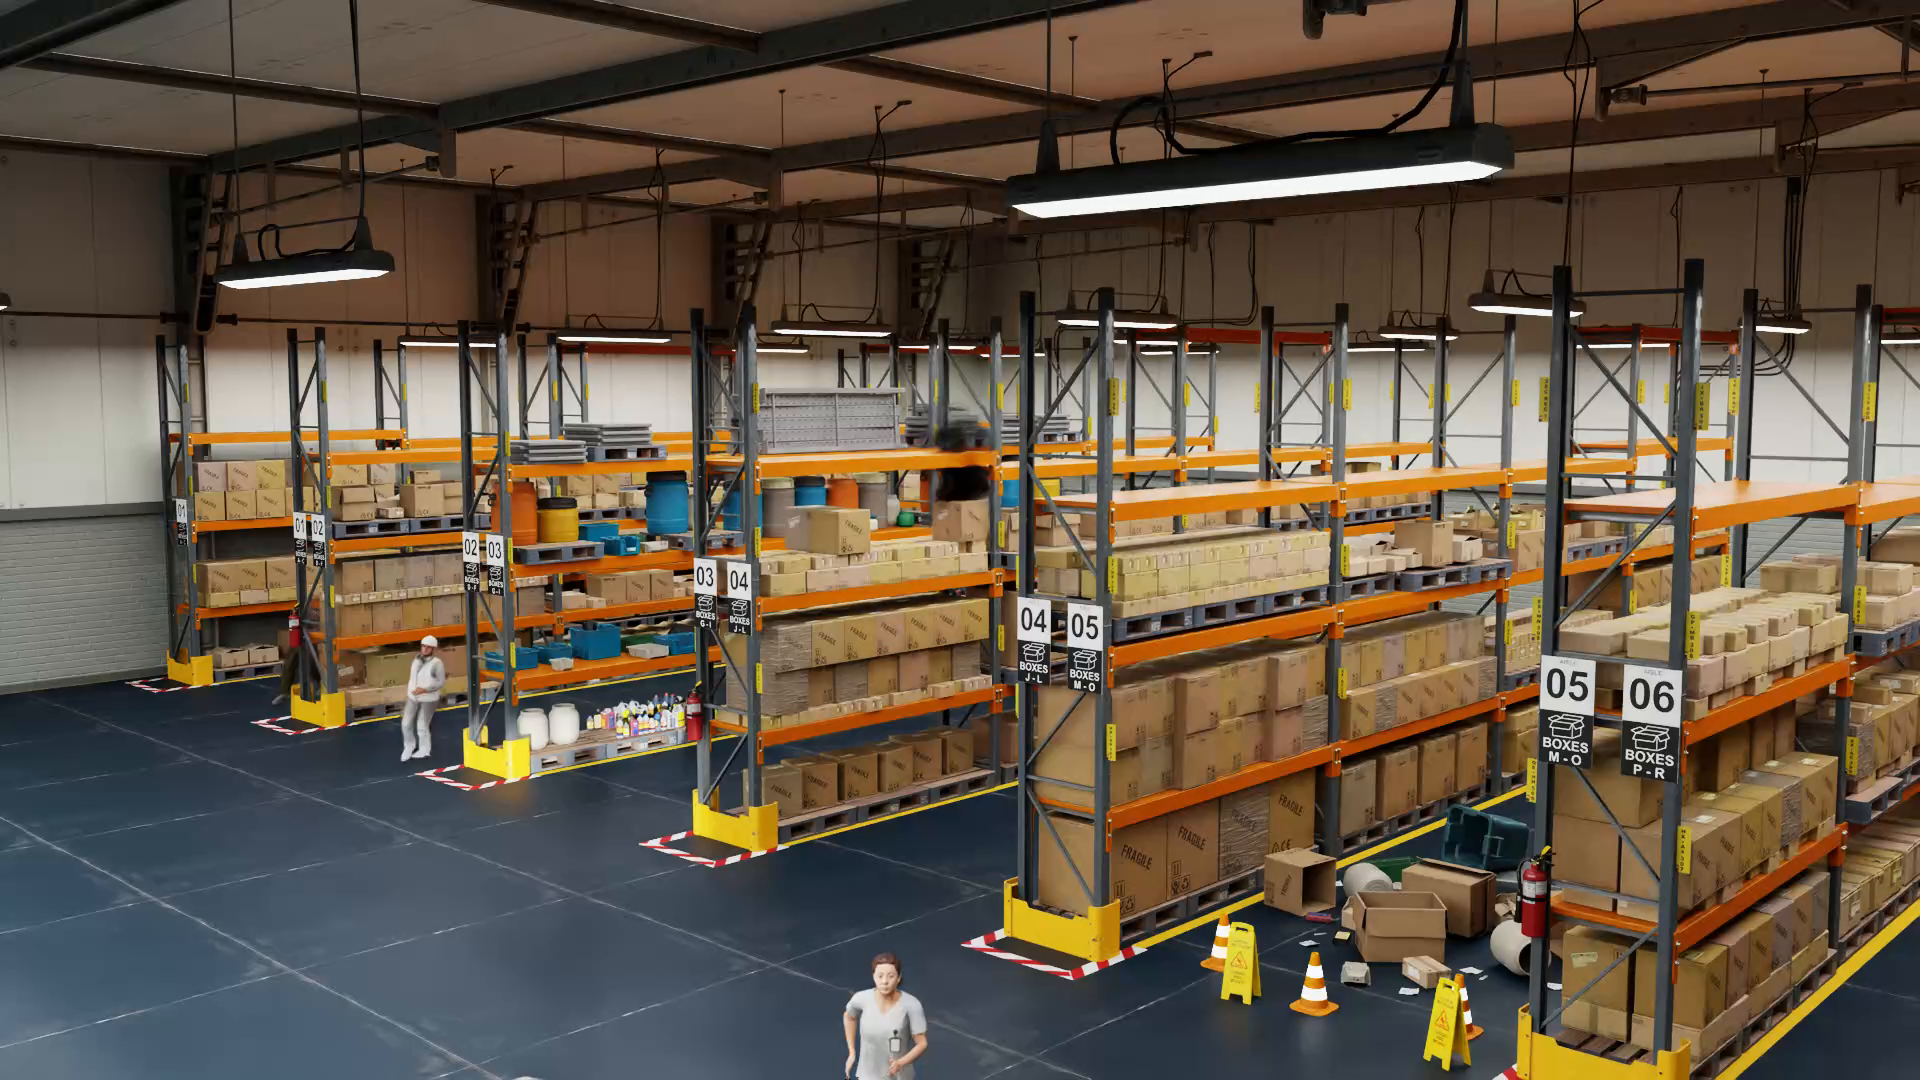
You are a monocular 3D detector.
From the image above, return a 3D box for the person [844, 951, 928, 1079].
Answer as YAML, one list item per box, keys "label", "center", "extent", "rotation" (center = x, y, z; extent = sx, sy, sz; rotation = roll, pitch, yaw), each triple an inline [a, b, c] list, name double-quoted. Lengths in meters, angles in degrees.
- label: "person"
  center: [-0.465, 3.368, 10.342]
  extent: [0.530, 1.659, 0.749]
  rotation: [0, 5, -1]

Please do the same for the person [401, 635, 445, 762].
- label: "person"
  center: [-7.344, 2.170, 22.729]
  extent: [0.691, 1.750, 0.625]
  rotation: [1, 5, 12]

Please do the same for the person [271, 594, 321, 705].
- label: "person"
  center: [-10.589, 1.748, 26.976]
  extent: [0.743, 1.776, 1.047]
  rotation: [4, 6, 33]
